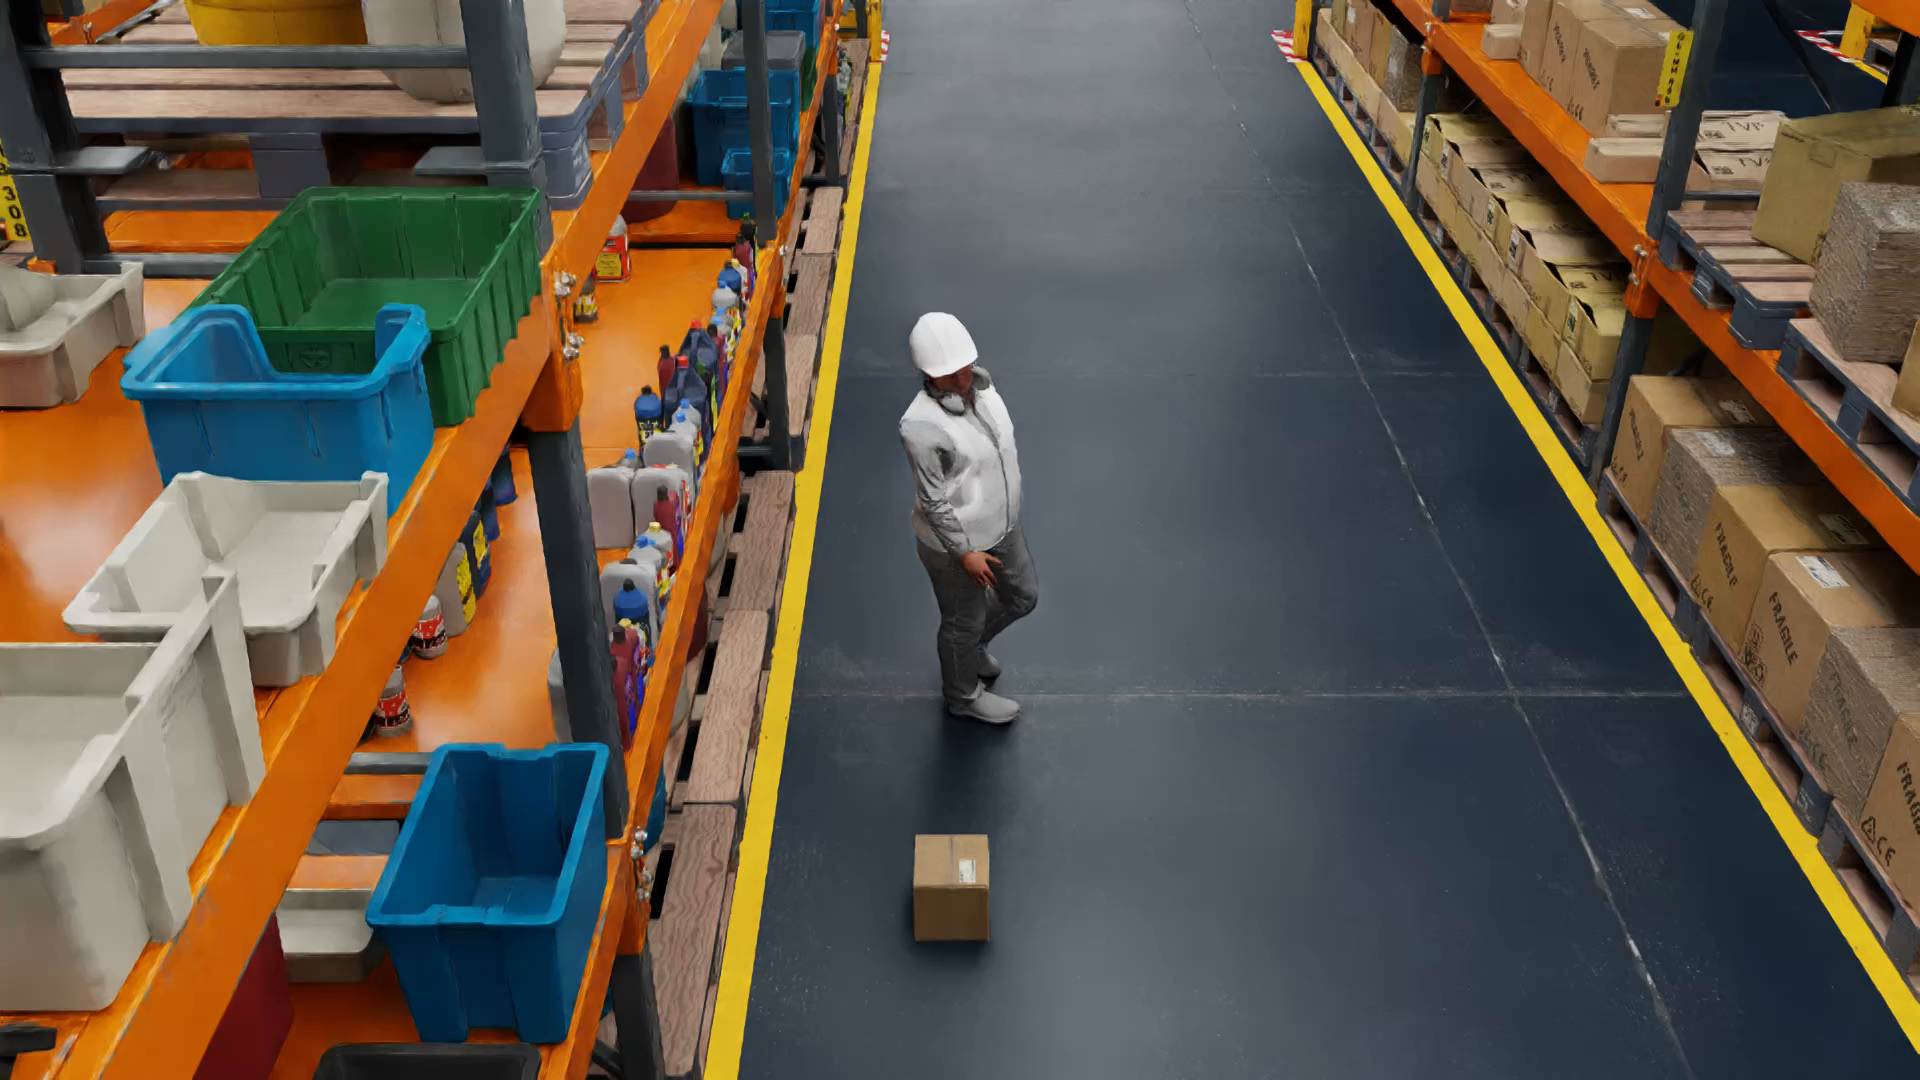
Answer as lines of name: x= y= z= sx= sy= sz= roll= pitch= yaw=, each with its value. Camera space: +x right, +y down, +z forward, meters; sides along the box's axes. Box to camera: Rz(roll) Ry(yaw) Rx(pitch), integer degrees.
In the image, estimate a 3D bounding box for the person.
person: x=0.033 y=-0.060 z=6.210 sx=0.429 sy=1.767 sz=0.631 roll=16 pitch=35 yaw=25
